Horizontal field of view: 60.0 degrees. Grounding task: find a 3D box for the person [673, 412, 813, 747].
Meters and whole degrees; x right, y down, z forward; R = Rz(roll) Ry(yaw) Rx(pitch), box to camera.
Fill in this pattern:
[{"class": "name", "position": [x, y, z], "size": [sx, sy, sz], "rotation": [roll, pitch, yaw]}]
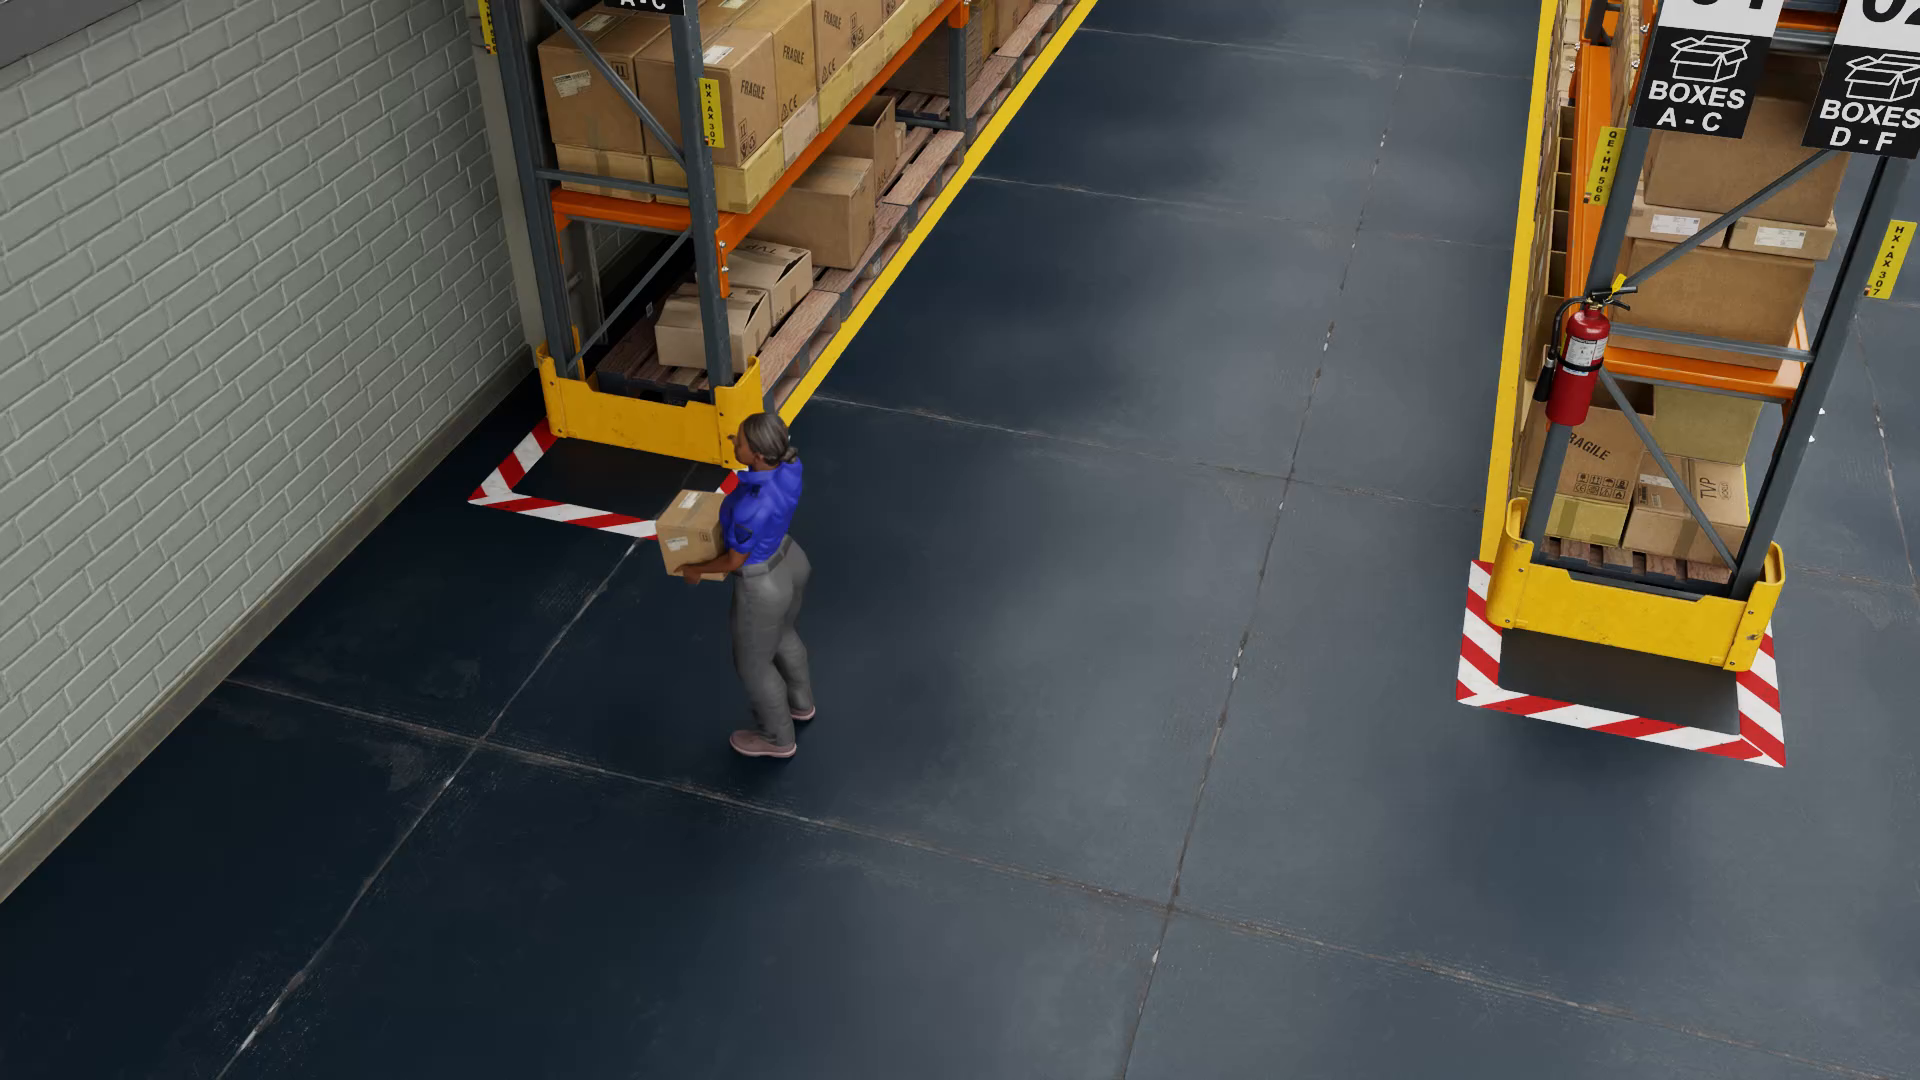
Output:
[{"class": "person", "position": [-0.853, 0.125, 6.679], "size": [0.517, 1.575, 0.444], "rotation": [11, 39, 15]}]
